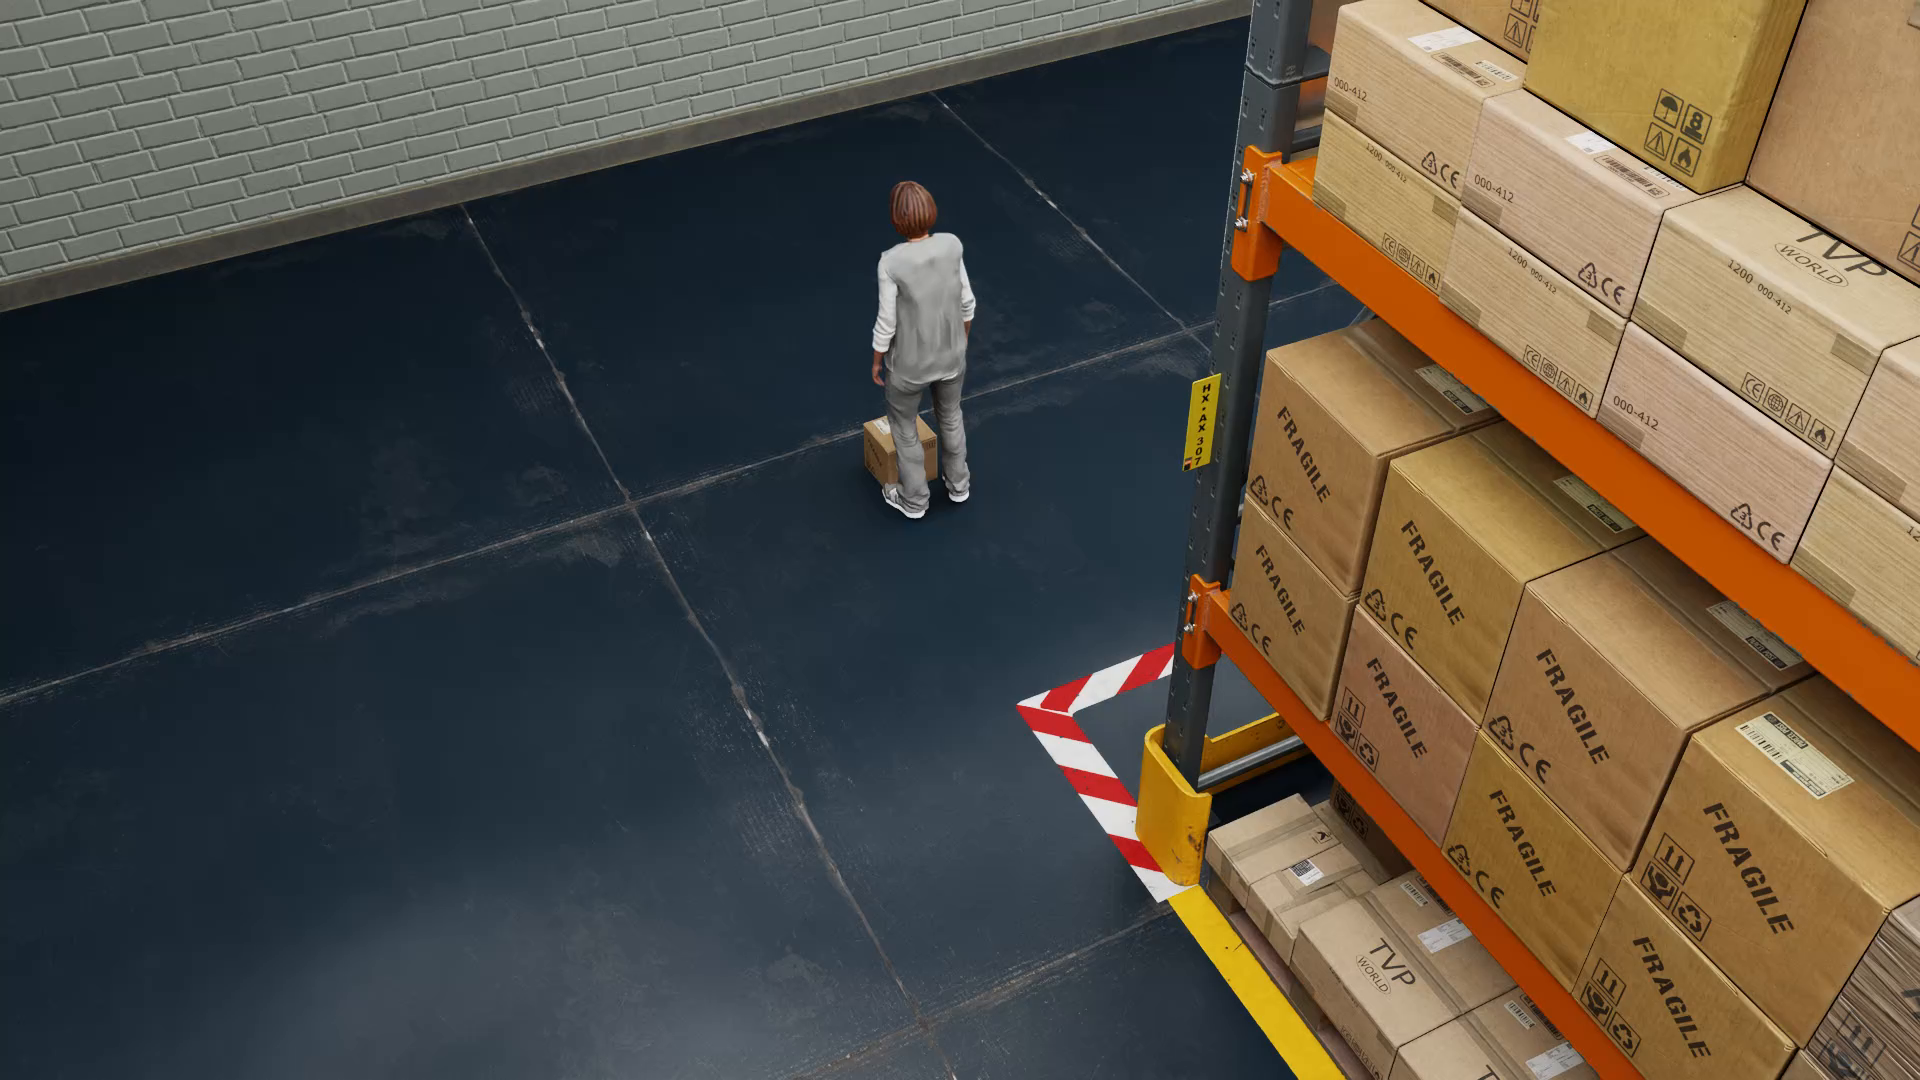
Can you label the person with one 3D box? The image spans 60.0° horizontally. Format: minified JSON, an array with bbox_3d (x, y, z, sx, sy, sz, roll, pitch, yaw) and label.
[{"bbox_3d":[-0.154,-0.758,7.040,0.461,1.558,0.343,-19,45,-20],"label":"person"}]
